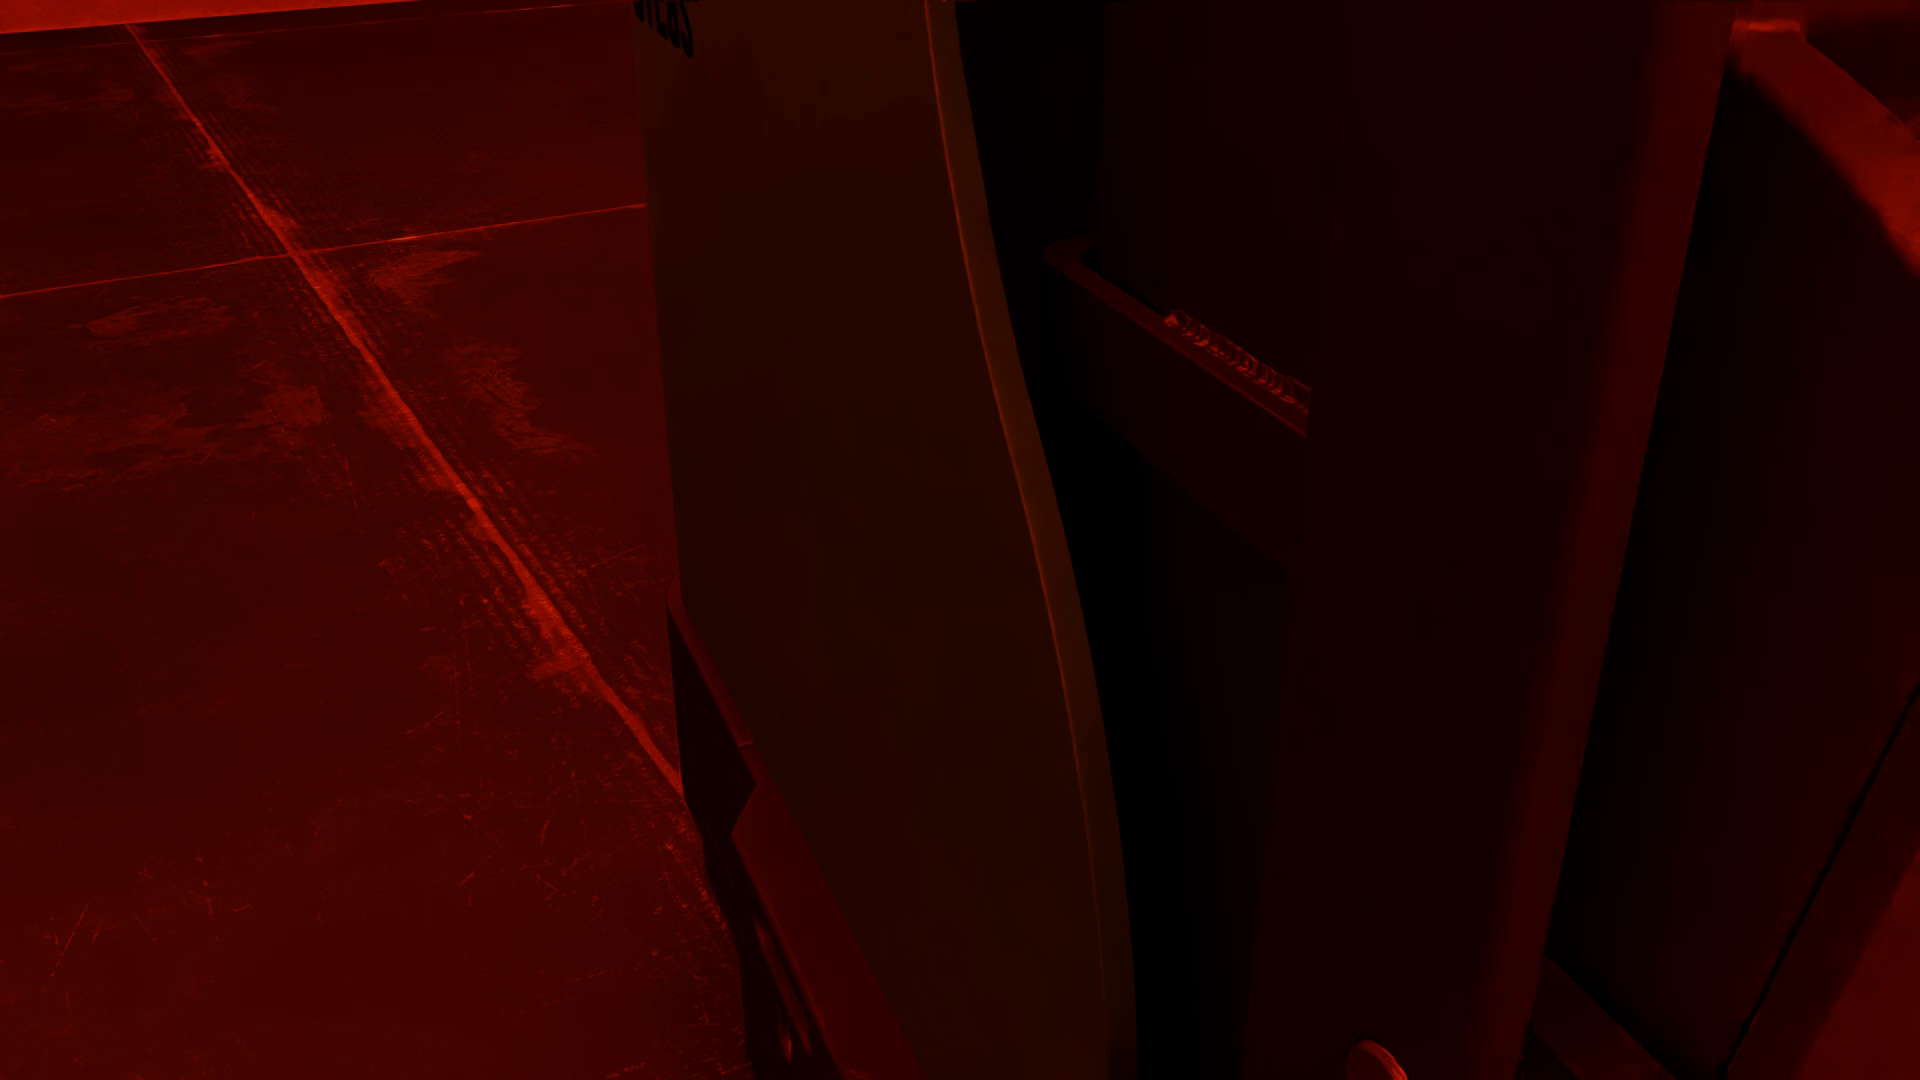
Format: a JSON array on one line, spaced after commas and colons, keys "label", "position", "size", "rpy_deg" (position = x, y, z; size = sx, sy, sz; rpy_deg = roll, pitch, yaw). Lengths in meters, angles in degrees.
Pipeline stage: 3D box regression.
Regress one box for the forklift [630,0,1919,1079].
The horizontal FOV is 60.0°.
[{"label": "forklift", "position": [0.717, -0.460, 0.166], "size": [1.130, 2.935, 3.031], "rpy_deg": [-10, 29, -19]}]
